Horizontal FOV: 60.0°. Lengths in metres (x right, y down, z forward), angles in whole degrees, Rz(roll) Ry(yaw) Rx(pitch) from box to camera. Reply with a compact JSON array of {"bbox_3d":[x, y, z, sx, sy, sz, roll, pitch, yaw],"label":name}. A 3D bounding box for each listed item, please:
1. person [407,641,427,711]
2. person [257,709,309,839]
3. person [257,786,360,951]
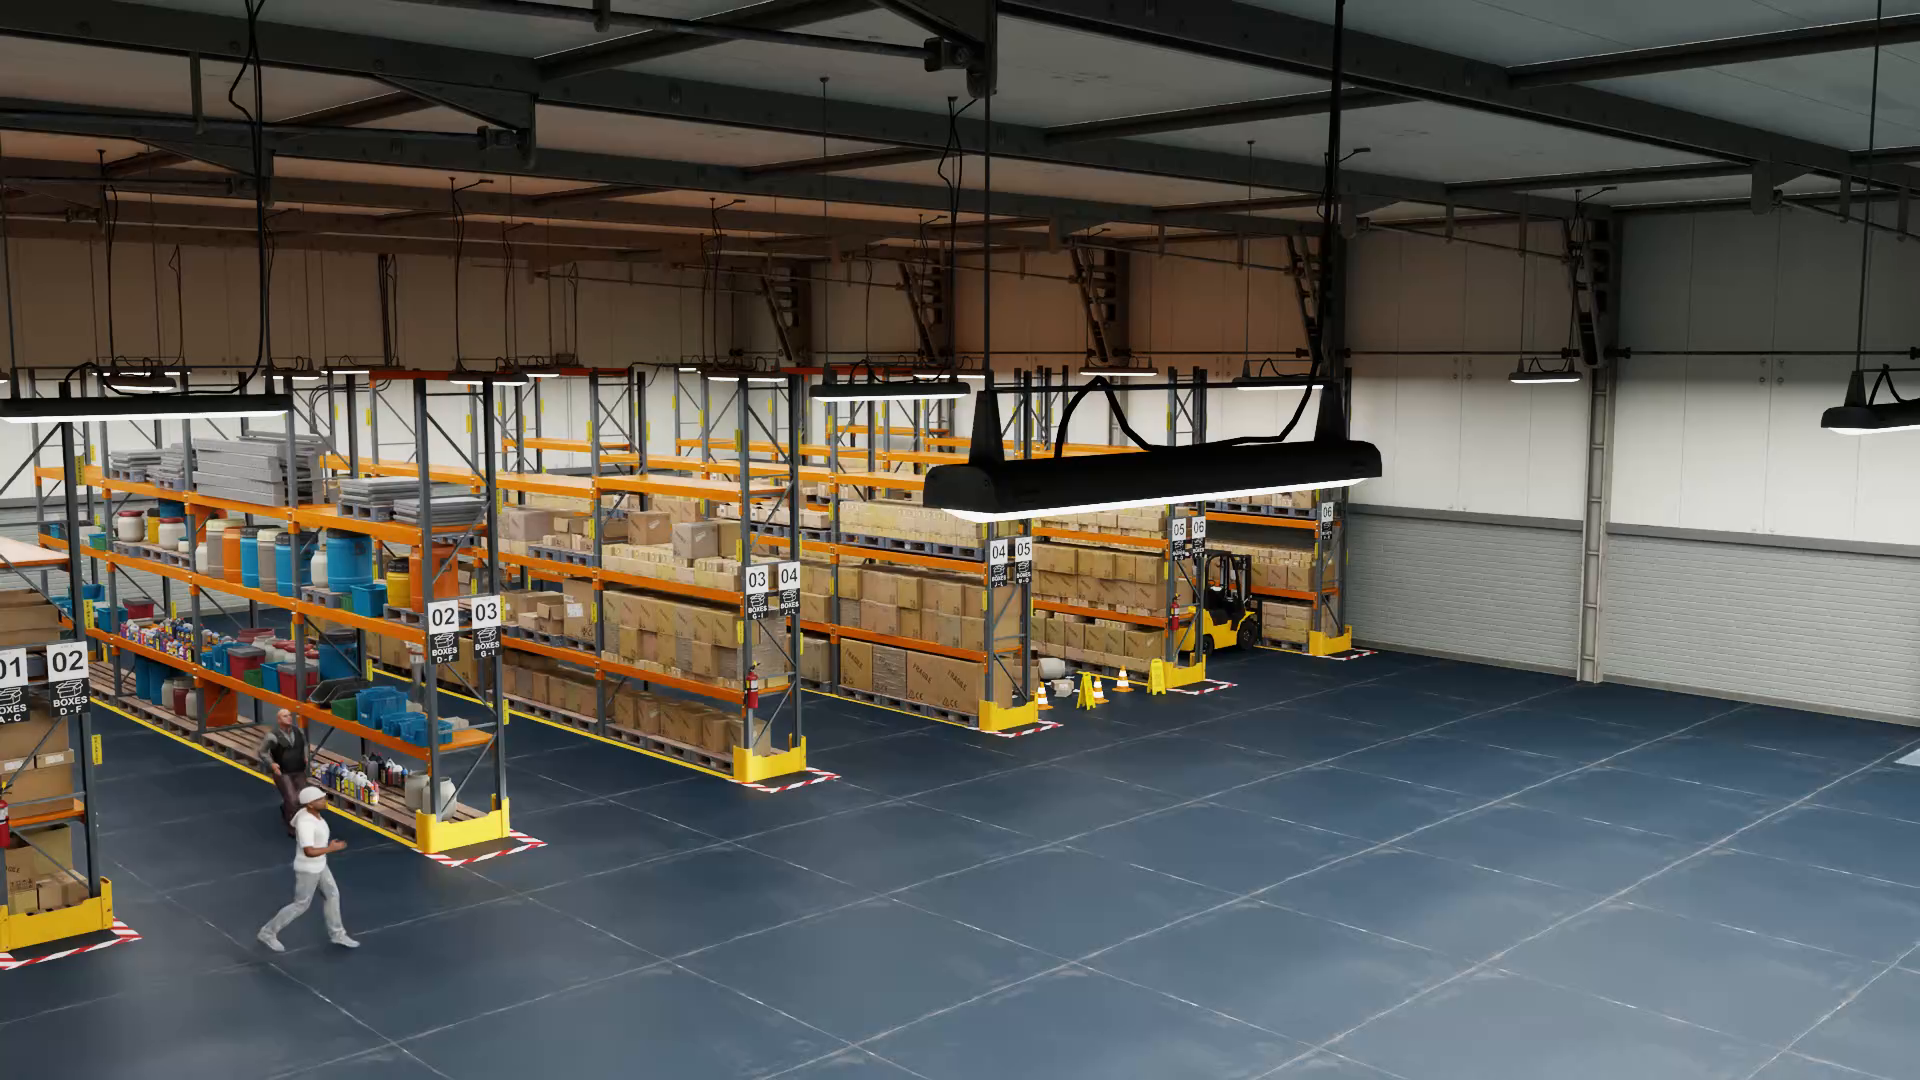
[{"bbox_3d":[-9.499,2.195,29.385,0.584,1.750,0.718,-6,9,-42],"label":"person"},{"bbox_3d":[-8.818,3.044,21.776,0.725,1.679,0.664,5,8,40],"label":"person"},{"bbox_3d":[-6.888,3.479,17.531,0.979,1.795,0.713,-2,7,-14],"label":"person"}]
